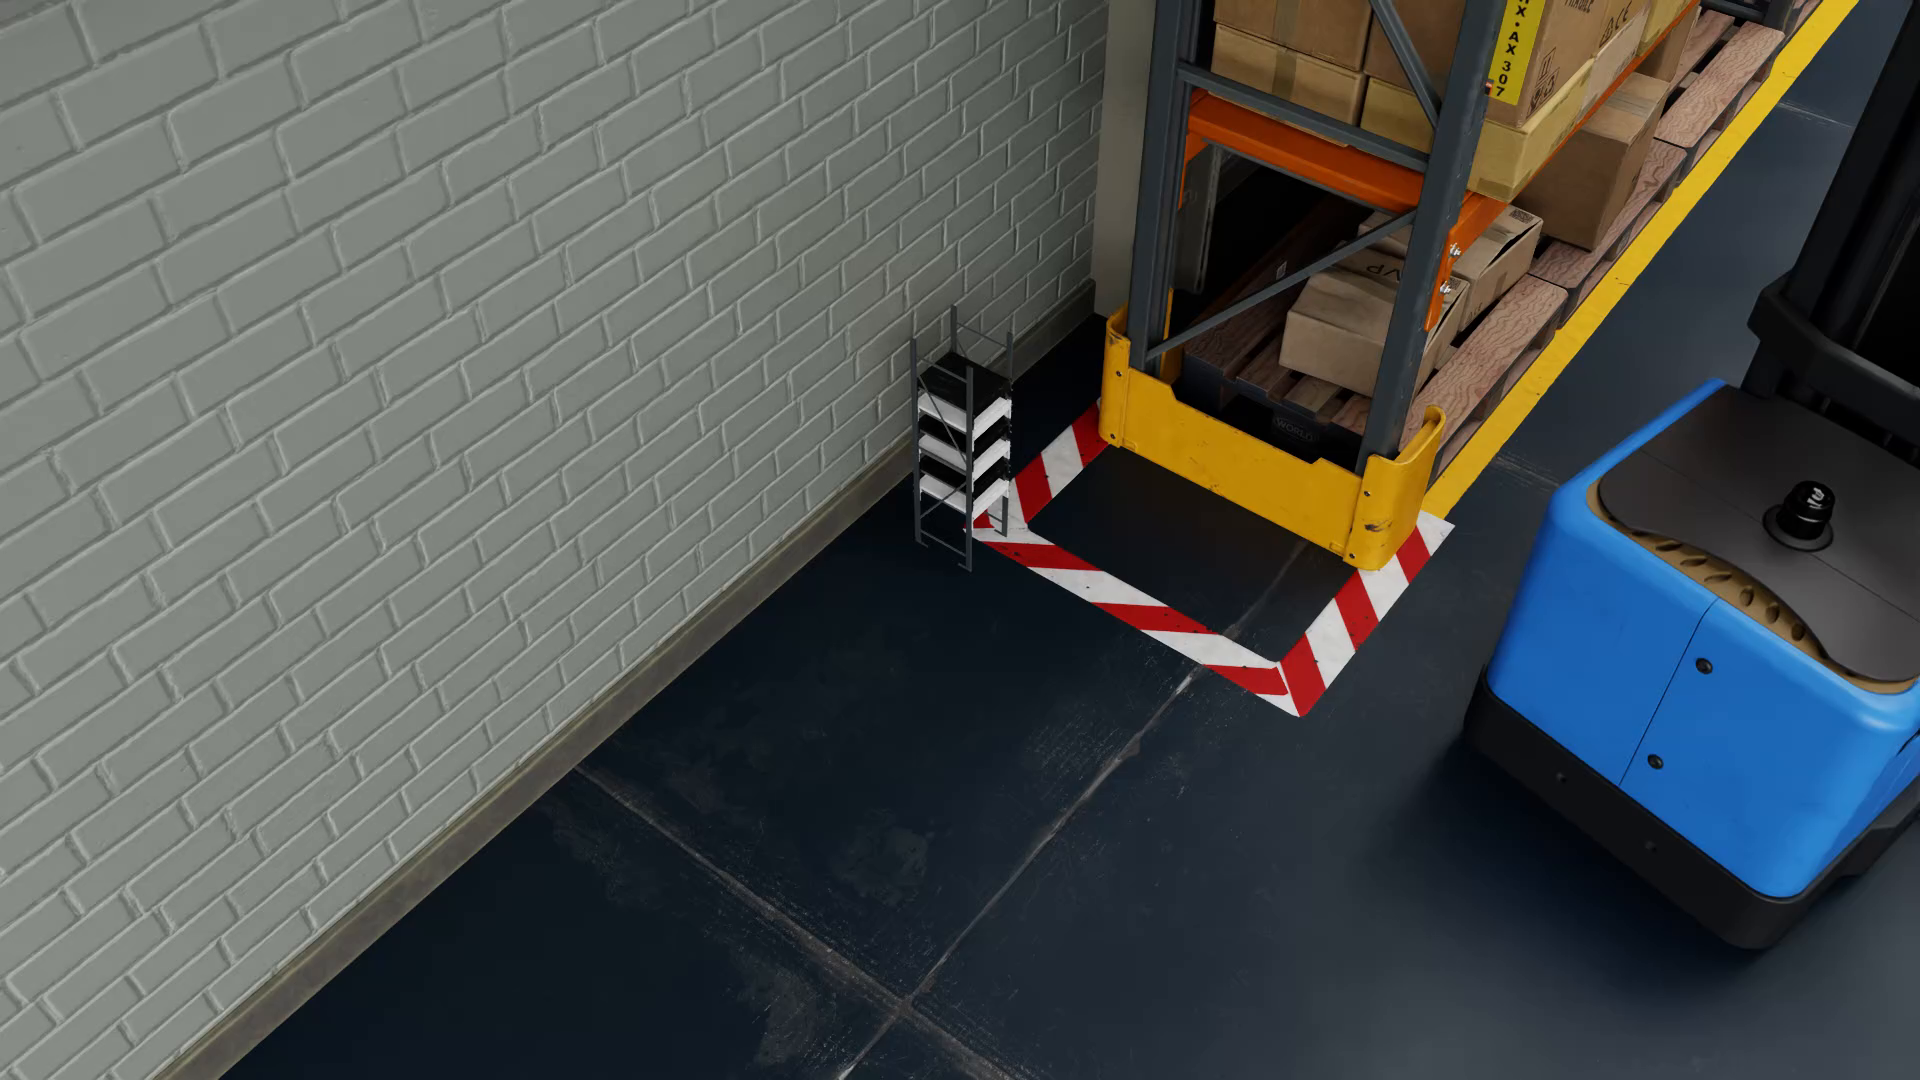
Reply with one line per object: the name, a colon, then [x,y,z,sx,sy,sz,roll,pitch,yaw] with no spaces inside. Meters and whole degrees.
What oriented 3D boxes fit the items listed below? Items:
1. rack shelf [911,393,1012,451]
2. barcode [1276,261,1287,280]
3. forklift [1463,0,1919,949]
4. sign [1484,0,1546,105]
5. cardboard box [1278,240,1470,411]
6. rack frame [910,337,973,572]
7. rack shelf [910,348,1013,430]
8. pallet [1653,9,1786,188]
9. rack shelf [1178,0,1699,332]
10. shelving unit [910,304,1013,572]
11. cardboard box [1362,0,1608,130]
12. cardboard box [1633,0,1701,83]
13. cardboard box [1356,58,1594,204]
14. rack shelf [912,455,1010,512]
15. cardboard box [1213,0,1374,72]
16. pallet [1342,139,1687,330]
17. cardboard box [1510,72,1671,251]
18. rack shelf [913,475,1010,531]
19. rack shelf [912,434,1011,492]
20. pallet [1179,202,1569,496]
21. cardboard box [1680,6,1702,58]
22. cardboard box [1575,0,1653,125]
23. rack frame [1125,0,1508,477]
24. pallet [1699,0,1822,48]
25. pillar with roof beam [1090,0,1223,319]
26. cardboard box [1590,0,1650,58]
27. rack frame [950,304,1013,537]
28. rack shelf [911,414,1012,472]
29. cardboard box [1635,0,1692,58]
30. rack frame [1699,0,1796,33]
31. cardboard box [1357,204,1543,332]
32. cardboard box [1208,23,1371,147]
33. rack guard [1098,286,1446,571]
rack shelf: [0.005,-0.417,5.323,0.258,0.077,0.200,29,53,25]
barcode: [1.192,-0.994,6.174,0.001,0.075,0.075,29,53,25]
forklift: [3.002,-0.794,4.482,3.031,2.935,1.130,-31,54,-26]
sign: [1.433,-1.284,4.304,0.100,0.325,0.005,29,53,25]
cardboard box: [1.498,-0.804,5.999,0.500,0.311,0.500,24,51,21]
rack frame: [-0.057,-0.257,5.373,0.240,0.900,0.006,29,53,25]
rack shelf: [0.005,-0.479,5.258,0.258,0.077,0.200,29,53,25]
pallet: [3.066,-2.151,7.658,1.003,0.211,1.213,29,53,25]
rack shelf: [2.226,-2.121,6.199,1.077,0.370,4.000,29,53,25]
shelving unit: [0.005,-0.315,5.429,0.258,0.900,0.210,29,53,25]
cardboard box: [1.533,-1.579,4.755,0.500,0.500,0.500,29,53,25]
cardboard box: [2.846,-2.191,7.193,0.500,0.500,0.500,25,51,22]
cardboard box: [1.553,-1.319,5.025,0.500,0.250,0.500,28,52,24]
rack shelf: [0.005,-0.230,5.518,0.258,0.077,0.200,29,53,25]
cardboard box: [1.123,-1.803,4.969,0.500,0.500,0.500,29,53,25]
pallet: [2.321,-1.449,6.989,1.003,0.211,1.213,29,53,25]
cardboard box: [2.334,-1.593,6.622,0.700,0.500,0.500,26,52,23]
rack shelf: [0.005,-0.168,5.583,0.258,0.077,0.200,29,53,25]
rack shelf: [0.005,-0.292,5.453,0.258,0.077,0.200,29,53,25]
pallet: [1.575,-0.754,6.325,1.003,0.211,1.213,29,53,25]
cardboard box: [3.146,-2.368,7.592,0.380,0.166,0.250,23,50,20]
cardboard box: [1.859,-1.622,5.315,0.500,0.250,0.500,28,52,24]
rack frame: [1.003,-1.225,4.846,1.000,3.000,0.127,29,53,25]
pallet: [3.924,-2.997,8.467,1.003,0.211,1.213,29,53,25]
pillar with roof beam: [4.154,-2.177,1.606,9.100,9.000,0.400,29,53,25]
cardboard box: [1.843,-1.858,5.021,0.500,0.500,0.500,29,53,25]
rack frame: [0.067,-0.374,5.484,0.240,0.900,0.006,29,53,25]
rack shelf: [0.005,-0.355,5.388,0.258,0.077,0.200,29,53,25]
cardboard box: [2.175,-1.911,5.591,0.500,0.250,0.500,28,53,24]
rack frame: [3.449,-3.514,7.032,1.000,3.000,0.127,29,53,25]
cardboard box: [1.846,-1.130,6.311,0.500,0.311,0.500,34,55,28]
cardboard box: [1.136,-1.533,5.230,0.500,0.250,0.500,30,53,25]
rack guard: [1.050,-0.405,5.791,1.175,0.500,0.348,29,53,25]
